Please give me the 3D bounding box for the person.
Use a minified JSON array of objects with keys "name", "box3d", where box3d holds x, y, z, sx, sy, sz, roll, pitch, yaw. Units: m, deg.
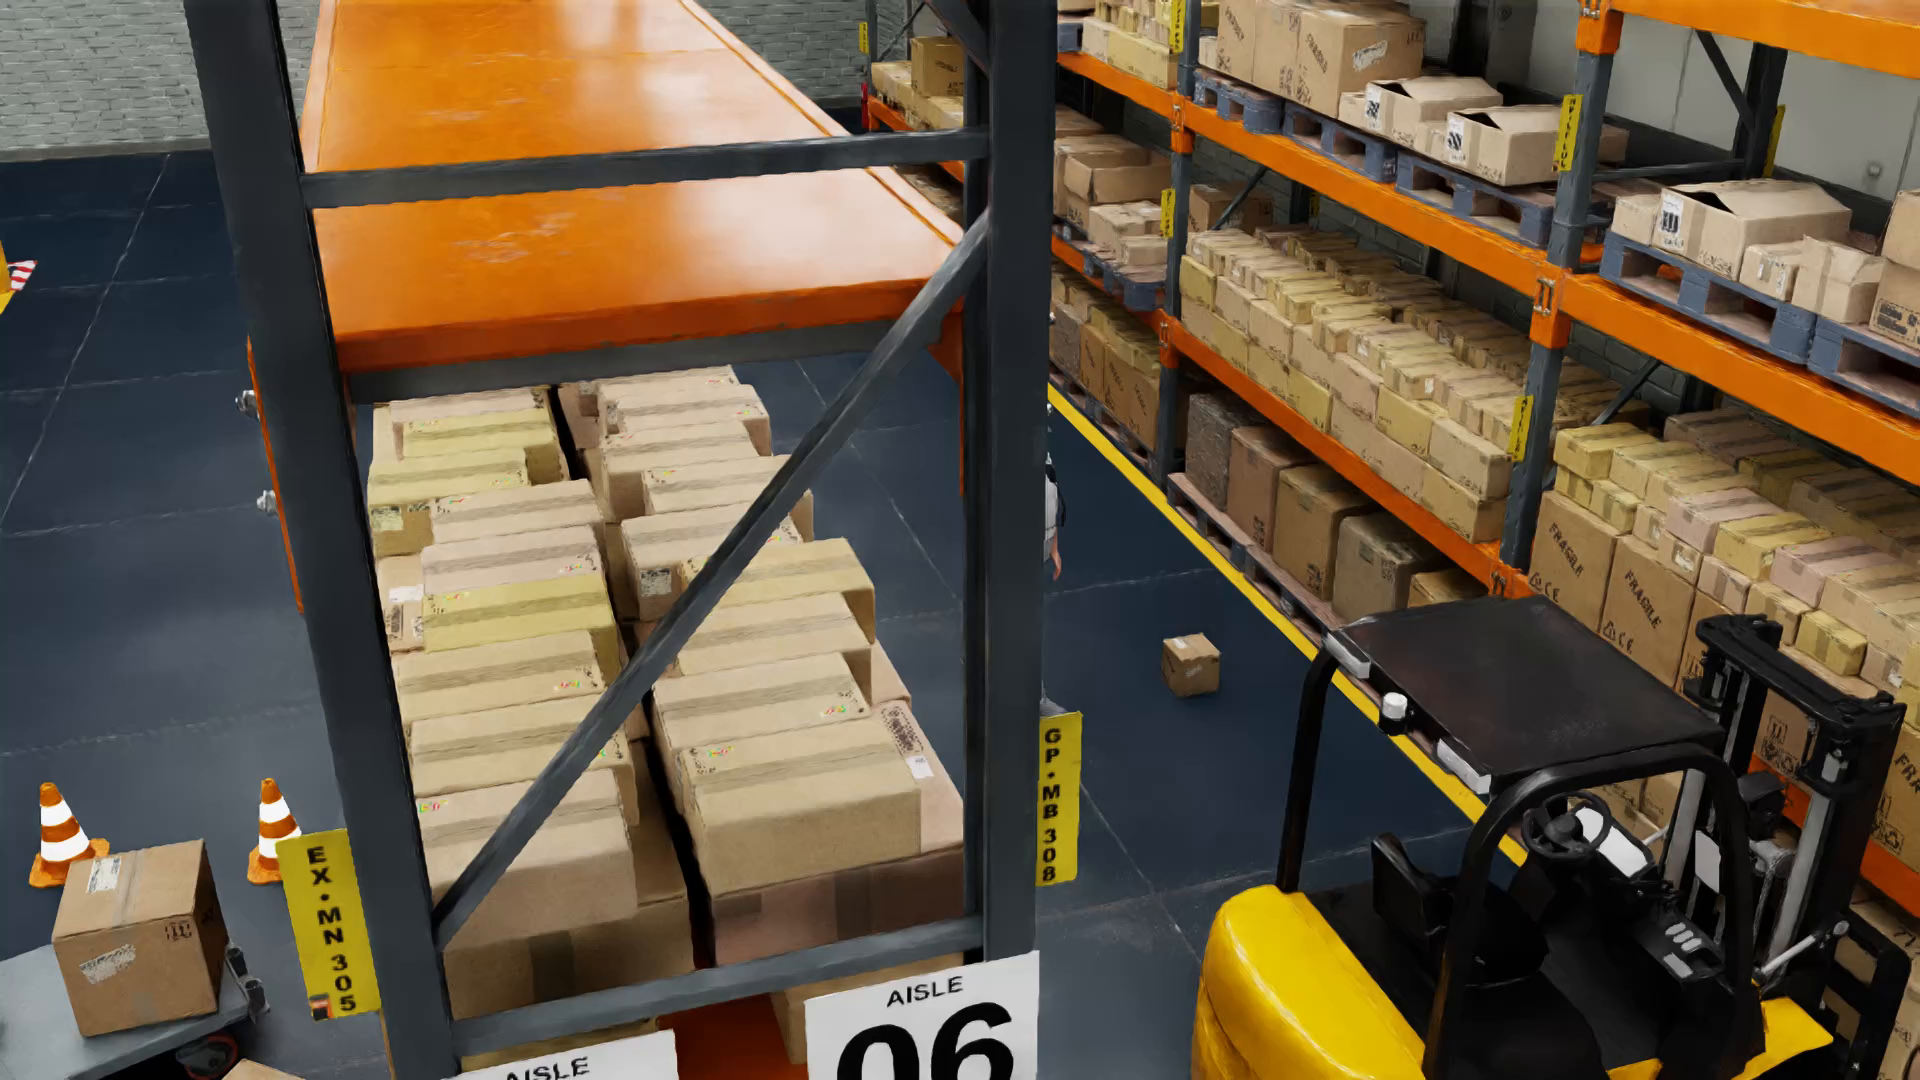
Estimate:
[{"name":"person","box3d":[0.370,0.097,9.168,0.913,1.707,0.593,21,33,36]}]
